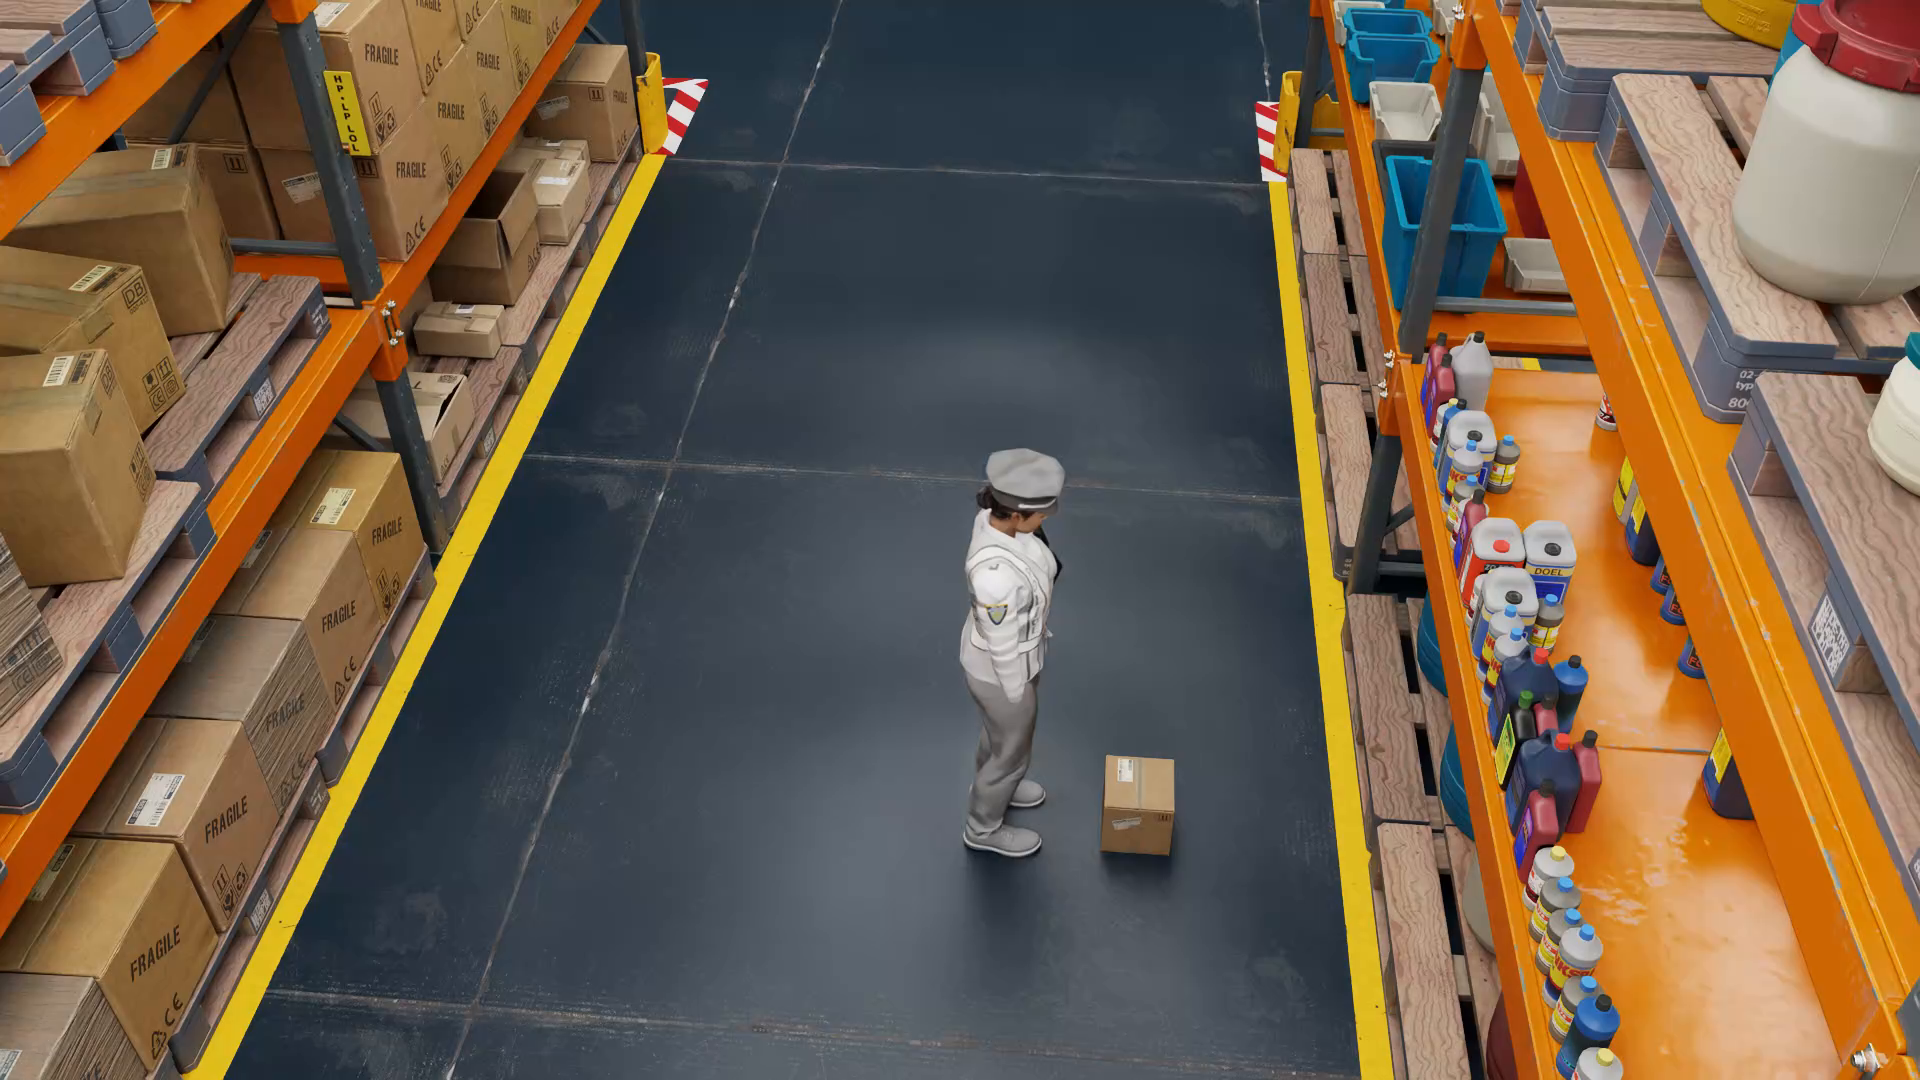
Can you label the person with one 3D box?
[{"bbox_3d":[0.166,0.400,5.700,0.327,1.652,0.475,4,40,5],"label":"person"}]
